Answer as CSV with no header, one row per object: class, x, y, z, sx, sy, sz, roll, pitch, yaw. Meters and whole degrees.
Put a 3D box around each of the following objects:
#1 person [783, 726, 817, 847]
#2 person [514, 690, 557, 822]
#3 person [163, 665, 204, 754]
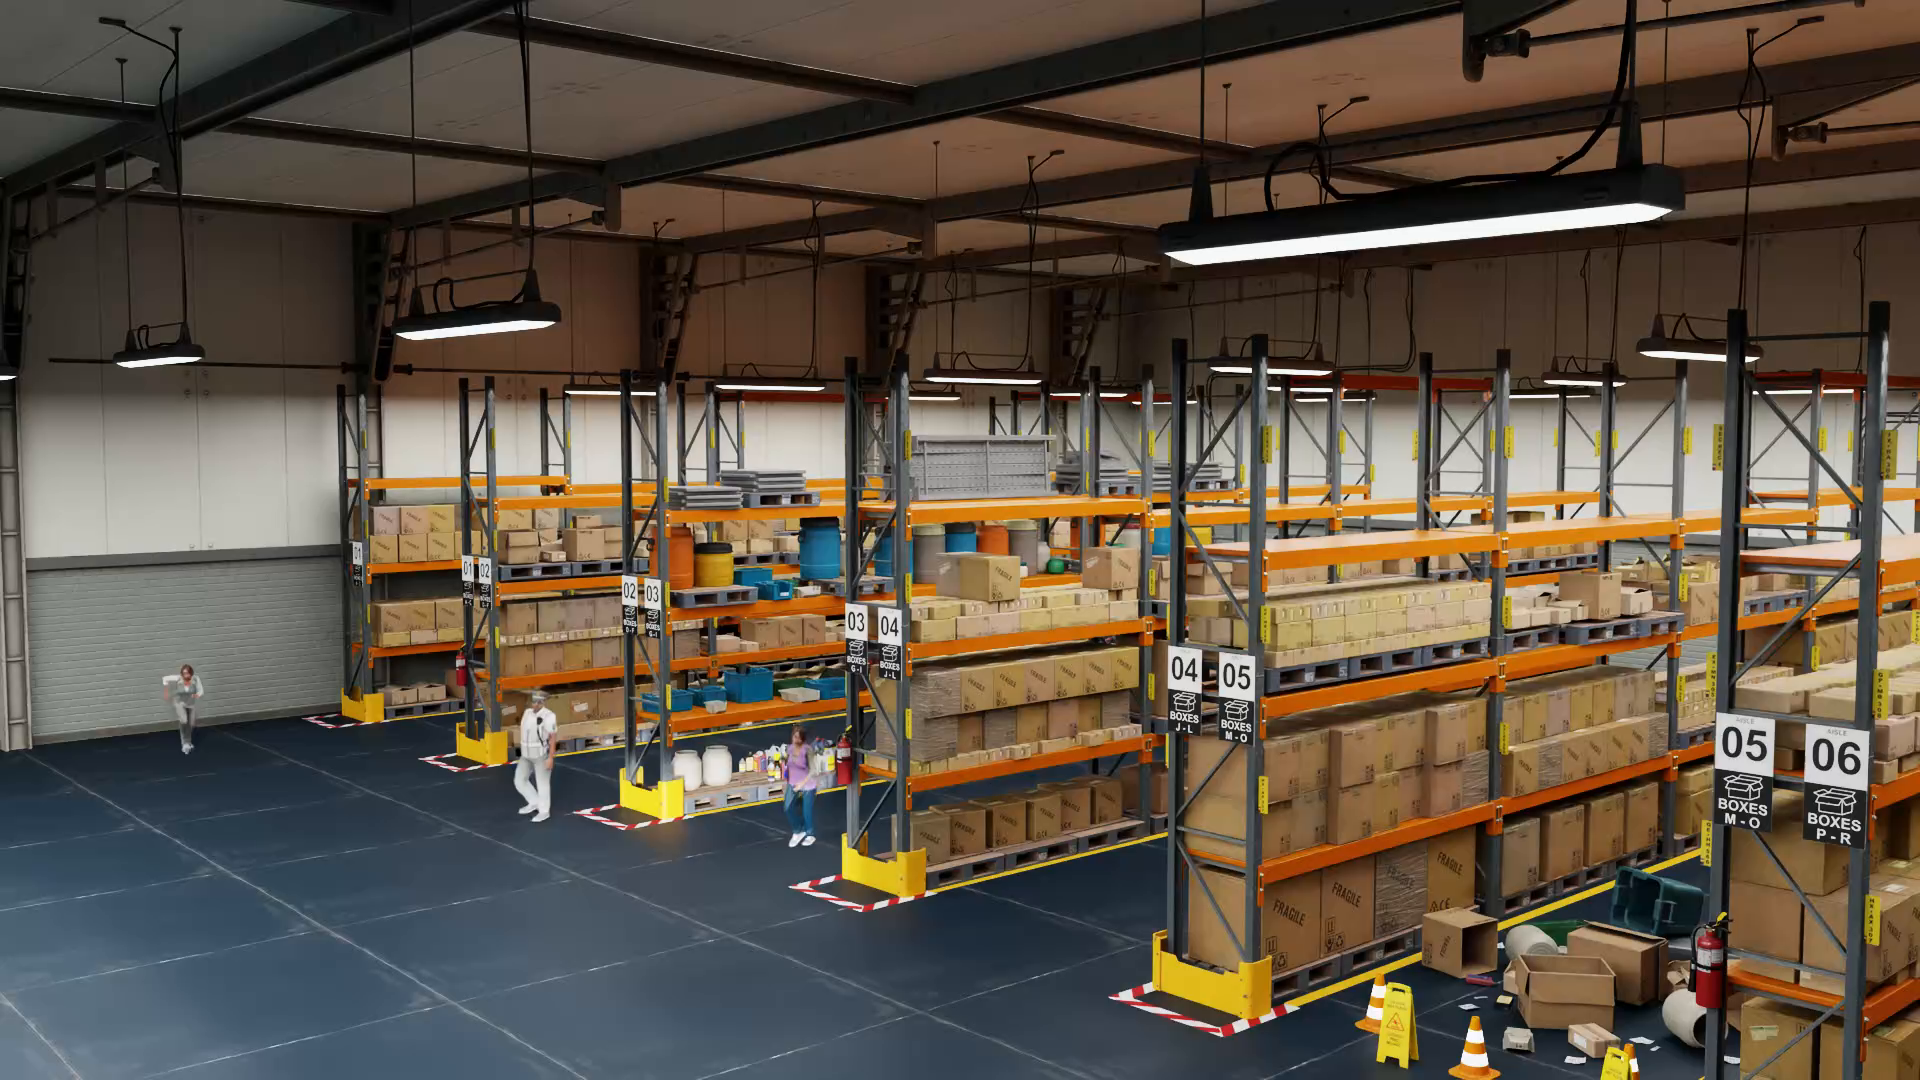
person,-1.946,3.039,20.421,0.506,1.540,0.797,2,4,22
person,-5.599,2.836,21.991,0.635,1.745,0.482,1,4,19
person,-12.400,2.690,26.569,0.571,1.463,0.892,-2,4,-30
